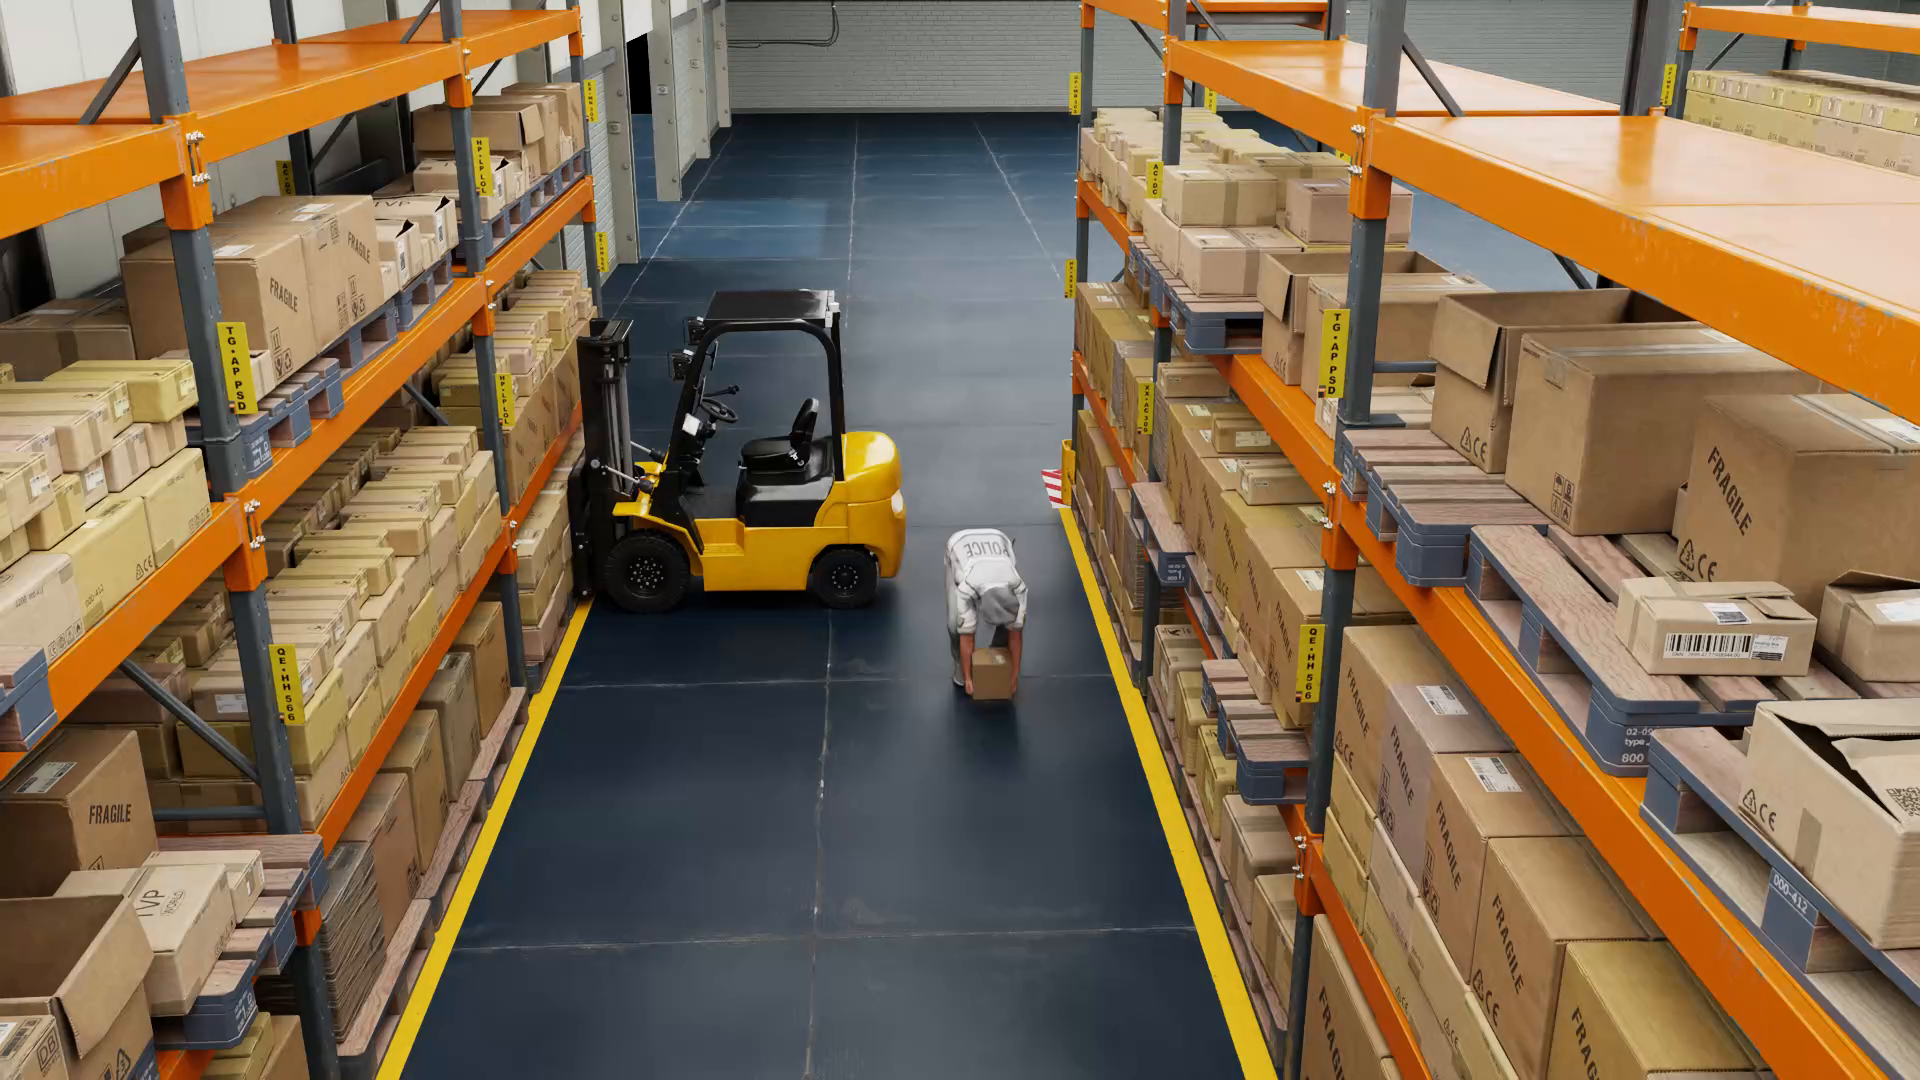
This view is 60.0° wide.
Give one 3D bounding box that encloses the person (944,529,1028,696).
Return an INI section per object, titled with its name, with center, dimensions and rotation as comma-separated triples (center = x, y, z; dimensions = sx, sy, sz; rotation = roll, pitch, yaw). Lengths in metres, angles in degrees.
[person]
center = 0.180, 0.496, 10.781
dimensions = 0.522, 1.020, 1.030
rotation = -3, 21, -9
